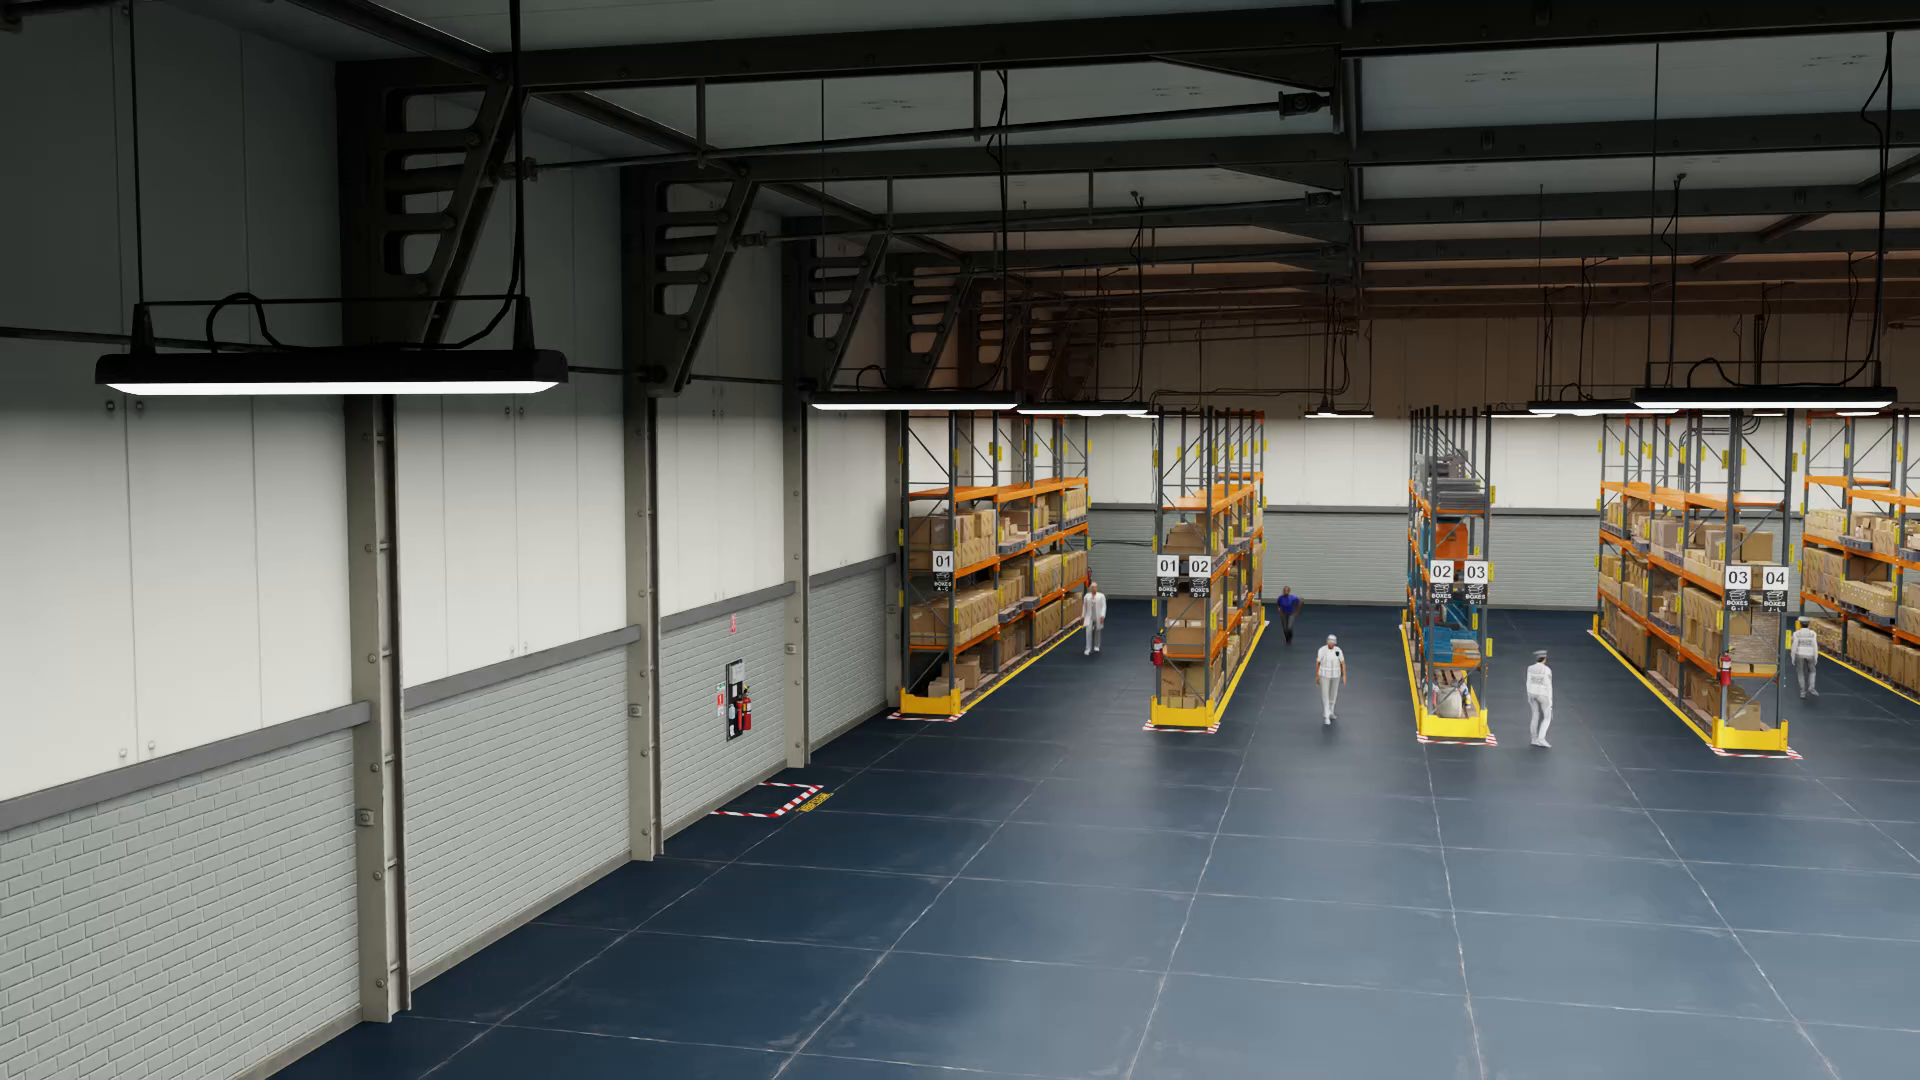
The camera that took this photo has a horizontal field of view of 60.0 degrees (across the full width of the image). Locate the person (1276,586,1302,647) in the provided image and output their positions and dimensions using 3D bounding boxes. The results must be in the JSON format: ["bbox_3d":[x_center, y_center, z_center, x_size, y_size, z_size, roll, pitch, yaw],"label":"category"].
[{"bbox_3d":[8.318,1.941,41.999,0.617,1.548,0.734,2,4,22],"label":"person"}]

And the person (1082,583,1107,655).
[{"bbox_3d":[3.281,1.913,40.716,0.609,1.717,1.114,0,4,5],"label":"person"}]

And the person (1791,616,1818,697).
[{"bbox_3d":[17.446,2.426,34.336,0.521,1.675,0.479,1,4,18],"label":"person"}]

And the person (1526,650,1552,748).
[{"bbox_3d":[10.215,2.803,29.336,0.391,1.706,0.541,-3,5,-36],"label":"person"}]

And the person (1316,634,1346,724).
[{"bbox_3d":[7.071,2.628,31.684,0.529,1.674,0.678,0,4,-3],"label":"person"}]
